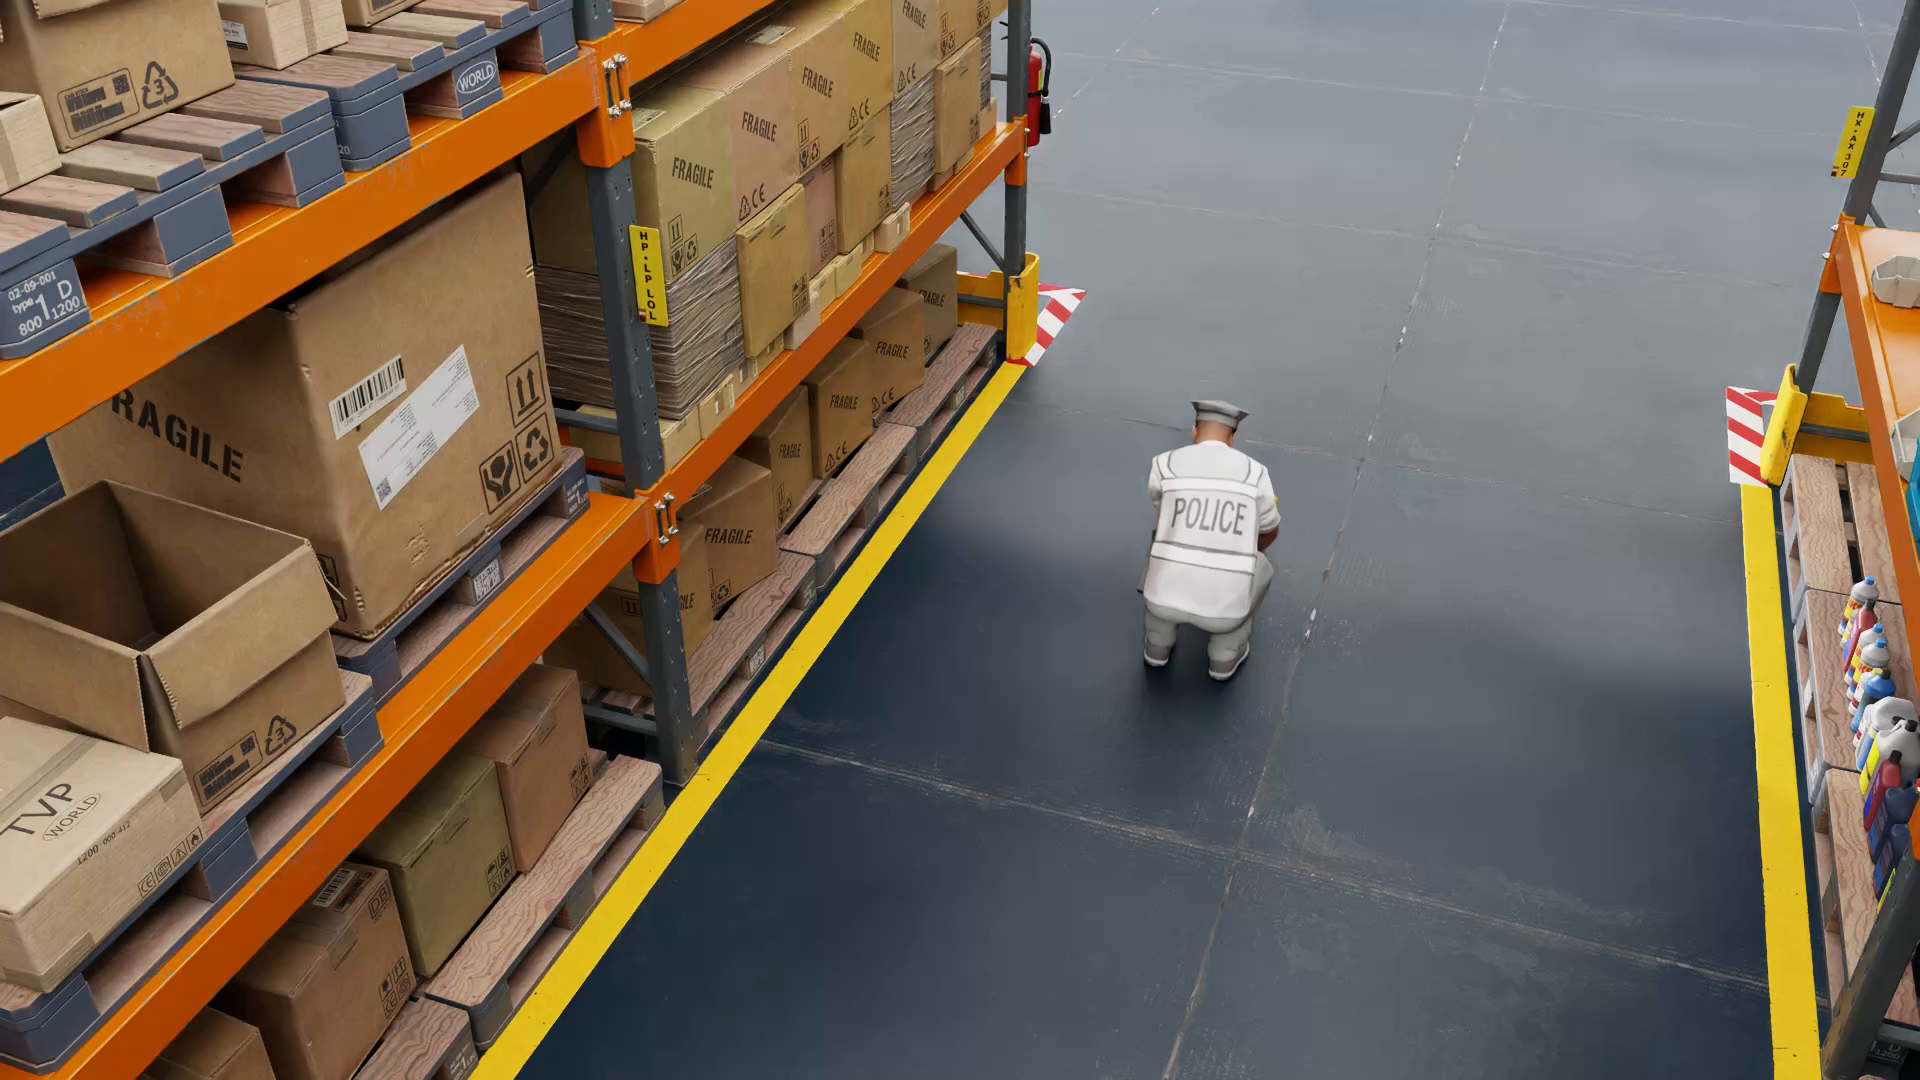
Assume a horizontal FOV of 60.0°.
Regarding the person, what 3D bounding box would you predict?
[{"bbox_3d":[1.020,-0.010,6.843,0.550,1.011,0.901,11,35,16],"label":"person"}]
